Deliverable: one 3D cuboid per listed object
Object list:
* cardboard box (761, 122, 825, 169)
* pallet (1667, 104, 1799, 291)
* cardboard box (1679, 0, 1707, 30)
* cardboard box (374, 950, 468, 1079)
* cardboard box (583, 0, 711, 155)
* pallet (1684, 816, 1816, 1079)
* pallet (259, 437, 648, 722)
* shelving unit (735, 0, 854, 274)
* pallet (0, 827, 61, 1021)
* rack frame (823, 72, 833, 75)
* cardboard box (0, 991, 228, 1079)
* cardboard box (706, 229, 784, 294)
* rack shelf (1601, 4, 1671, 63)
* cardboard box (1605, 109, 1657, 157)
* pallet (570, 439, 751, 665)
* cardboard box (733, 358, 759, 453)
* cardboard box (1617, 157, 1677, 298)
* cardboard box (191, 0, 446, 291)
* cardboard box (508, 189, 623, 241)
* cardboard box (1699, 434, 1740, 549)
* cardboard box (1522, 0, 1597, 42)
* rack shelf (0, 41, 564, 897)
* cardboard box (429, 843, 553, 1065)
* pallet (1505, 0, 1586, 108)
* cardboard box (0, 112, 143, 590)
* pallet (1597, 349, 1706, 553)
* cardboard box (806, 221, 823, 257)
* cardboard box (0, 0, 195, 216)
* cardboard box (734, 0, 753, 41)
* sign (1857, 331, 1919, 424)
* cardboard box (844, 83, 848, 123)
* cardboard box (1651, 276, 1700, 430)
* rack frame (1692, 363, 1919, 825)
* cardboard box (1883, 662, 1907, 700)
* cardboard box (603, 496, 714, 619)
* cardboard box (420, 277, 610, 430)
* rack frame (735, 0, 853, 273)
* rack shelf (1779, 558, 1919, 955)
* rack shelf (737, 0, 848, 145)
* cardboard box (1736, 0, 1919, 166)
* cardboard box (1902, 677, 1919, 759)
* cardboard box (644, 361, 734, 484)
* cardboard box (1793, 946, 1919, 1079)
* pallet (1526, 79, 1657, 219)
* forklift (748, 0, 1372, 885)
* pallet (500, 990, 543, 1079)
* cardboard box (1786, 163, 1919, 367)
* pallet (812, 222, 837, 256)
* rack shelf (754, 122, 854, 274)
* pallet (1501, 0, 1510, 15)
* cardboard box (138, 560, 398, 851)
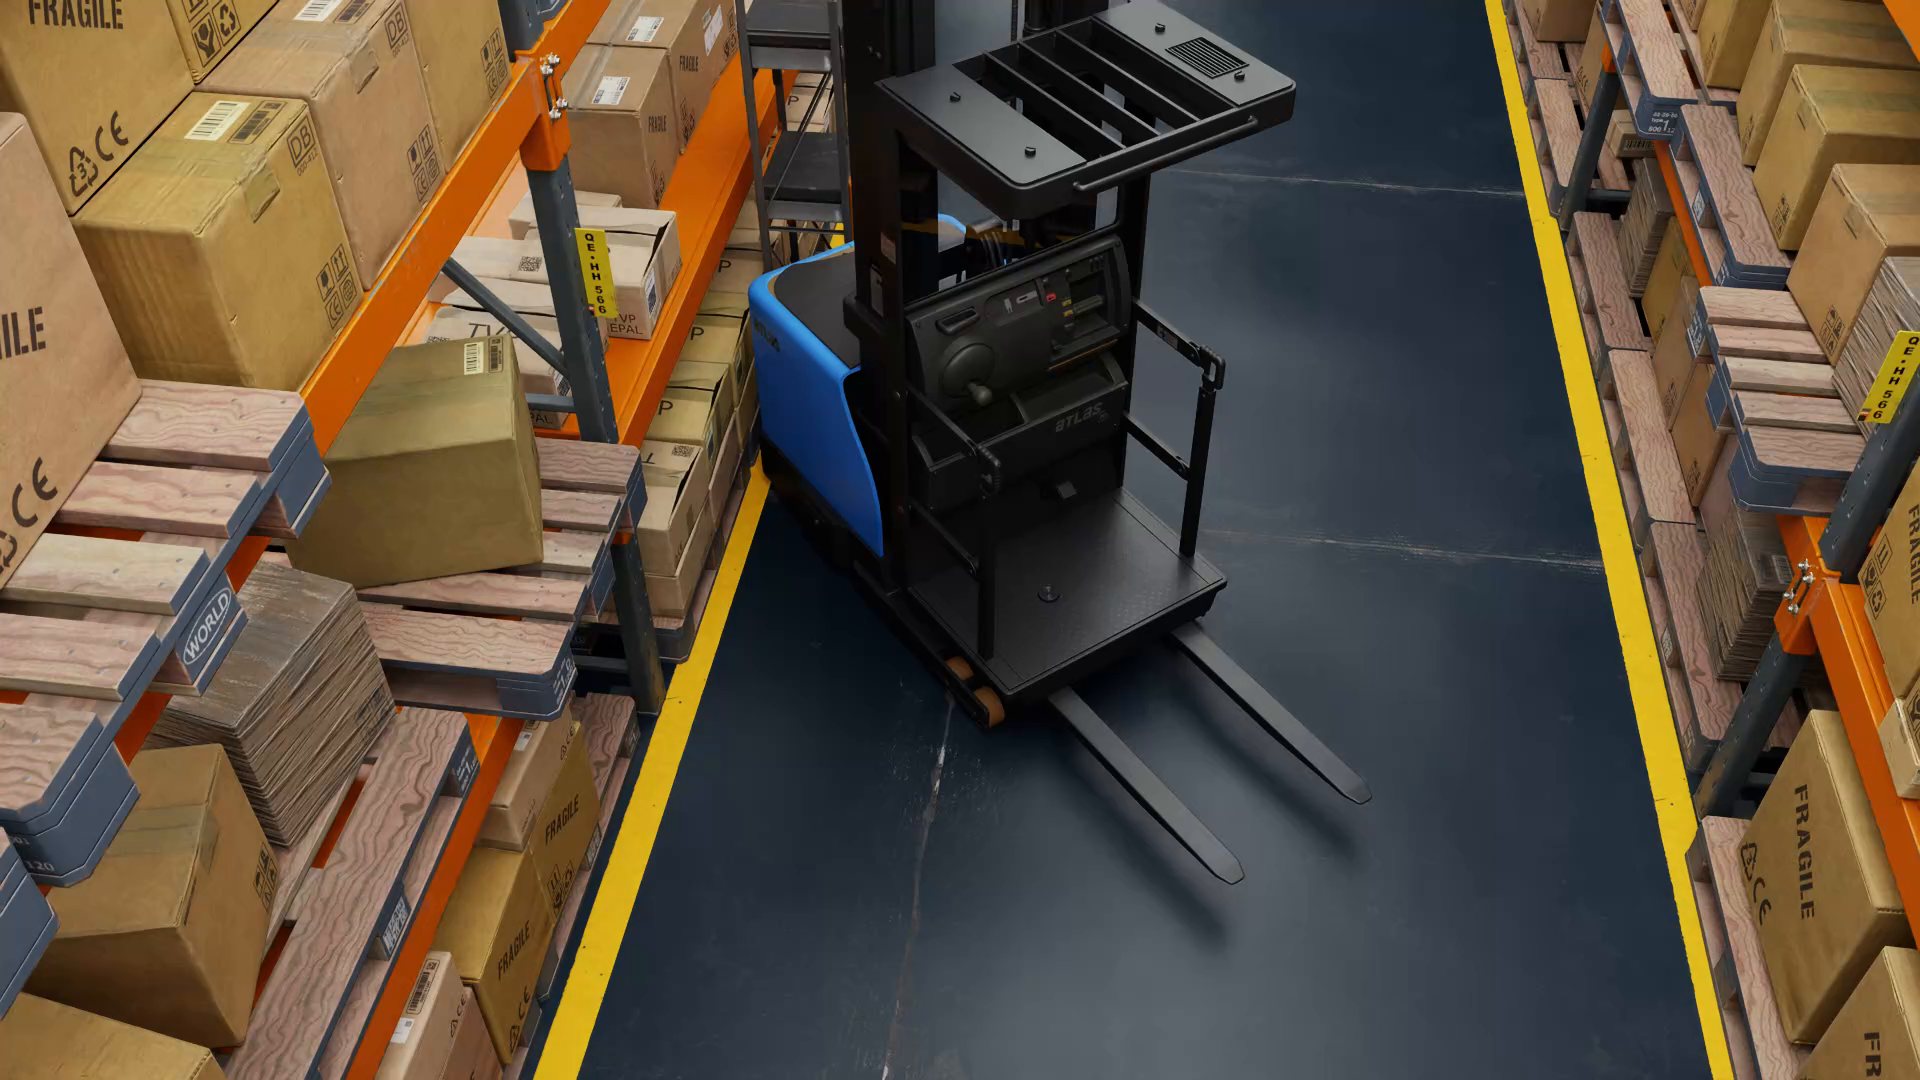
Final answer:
[{"bbox_3d":[-0.975,-1.906,8.390,0.500,0.311,0.500,6,44,7],"label":"cardboard box"},{"bbox_3d":[3.460,-1.315,6.619,1.003,0.211,1.213,5,44,6],"label":"pallet"},{"bbox_3d":[3.666,-2.610,7.455,0.700,0.500,0.500,5,44,6],"label":"cardboard box"},{"bbox_3d":[-1.698,1.391,4.574,0.500,0.250,0.500,4,44,5],"label":"cardboard box"},{"bbox_3d":[-1.397,-2.020,7.151,0.500,0.500,0.500,5,44,6],"label":"cardboard box"},{"bbox_3d":[3.059,1.511,5.523,1.003,0.211,1.213,5,44,6],"label":"pallet"},{"bbox_3d":[-1.692,0.058,5.169,1.213,0.211,1.003,5,44,6],"label":"pallet"},{"bbox_3d":[-0.630,-1.489,7.310,0.431,2.100,0.503,4,43,6],"label":"shelving unit"},{"bbox_3d":[-2.045,0.787,2.214,1.213,0.211,1.003,5,44,6],"label":"pallet"},{"bbox_3d":[-1.143,-3.206,8.476,1.000,3.000,0.127,5,44,6],"label":"rack frame"},{"bbox_3d":[-1.889,1.281,3.360,0.700,0.500,0.500,12,45,12],"label":"cardboard box"},{"bbox_3d":[-1.114,-1.224,7.670,0.500,0.311,0.500,5,44,5],"label":"cardboard box"},{"bbox_3d":[4.032,-3.860,9.690,1.077,0.370,4.000,5,44,6],"label":"rack shelf"},{"bbox_3d":[3.808,-2.256,9.214,0.380,0.166,0.250,0,43,0],"label":"cardboard box"},{"bbox_3d":[-1.525,-0.025,7.145,1.003,0.211,1.213,5,44,6],"label":"pallet"},{"bbox_3d":[-1.184,-0.662,7.484,0.500,0.250,0.500,4,44,4],"label":"cardboard box"},{"bbox_3d":[3.686,-1.507,8.180,0.700,0.500,0.500,7,44,7],"label":"cardboard box"},{"bbox_3d":[-1.764,-0.957,3.847,0.910,0.500,0.500,5,44,6],"label":"cardboard box"},{"bbox_3d":[-1.560,-1.263,6.607,0.380,0.149,0.250,8,44,9],"label":"cardboard box"},{"bbox_3d":[3.465,-0.120,6.715,0.700,0.500,0.500,5,44,5],"label":"cardboard box"},{"bbox_3d":[3.893,-3.389,10.168,0.700,0.500,0.500,3,44,3],"label":"cardboard box"},{"bbox_3d":[-1.937,0.055,3.374,1.077,0.370,4.000,5,44,6],"label":"rack shelf"},{"bbox_3d":[-1.632,1.279,5.237,0.500,0.500,0.500,4,44,4],"label":"cardboard box"},{"bbox_3d":[3.980,-3.040,10.330,1.003,0.211,1.213,5,44,6],"label":"pallet"},{"bbox_3d":[-1.888,-0.314,2.790,0.600,0.600,0.600,4,44,4],"label":"cardboard box"},{"bbox_3d":[3.507,-0.381,7.521,1.003,0.211,1.213,5,44,6],"label":"pallet"},{"bbox_3d":[-0.980,-1.706,8.587,0.500,0.250,0.500,5,44,5],"label":"cardboard box"},{"bbox_3d":[-1.871,-0.977,3.140,0.500,0.500,0.500,5,44,6],"label":"cardboard box"},{"bbox_3d":[-1.078,-2.541,7.872,0.396,0.266,0.258,4,44,4],"label":"cardboard box"},{"bbox_3d":[2.699,-0.467,4.799,0.100,0.325,0.005,5,44,6],"label":"sign"},{"bbox_3d":[-0.782,-2.648,9.582,0.500,0.250,0.500,5,44,6],"label":"cardboard box"},{"bbox_3d":[3.560,-0.806,7.440,0.700,0.500,0.500,6,44,6],"label":"cardboard box"},{"bbox_3d":[3.238,-0.032,5.124,1.000,3.000,0.127,5,44,6],"label":"rack frame"},{"bbox_3d":[2.923,0.426,4.809,0.380,0.149,0.250,6,44,6],"label":"cardboard box"},{"bbox_3d":[-1.312,0.036,6.747,0.500,0.250,0.500,5,44,5],"label":"cardboard box"},{"bbox_3d":[-1.581,-0.691,5.886,0.500,0.311,0.500,8,44,8],"label":"cardboard box"},{"bbox_3d":[-0.661,-1.323,7.133,0.400,2.100,0.015,4,43,6],"label":"rack frame"},{"bbox_3d":[2.974,1.592,3.932,1.077,0.370,4.000,5,44,6],"label":"rack shelf"},{"bbox_3d":[-0.638,-1.991,6.842,0.431,0.518,0.480,4,43,6],"label":"rack shelf"},{"bbox_3d":[3.529,-1.779,6.576,0.700,0.500,0.500,11,45,11],"label":"cardboard box"},{"bbox_3d":[2.842,0.480,4.280,0.500,0.500,0.500,7,44,7],"label":"cardboard box"},{"bbox_3d":[-1.251,-0.527,6.933,0.500,0.311,0.500,4,44,4],"label":"cardboard box"},{"bbox_3d":[2.889,1.682,4.573,0.750,0.750,0.750,5,44,5],"label":"cardboard box"},{"bbox_3d":[3.821,-2.207,9.449,1.003,0.211,1.213,5,44,6],"label":"pallet"},{"bbox_3d":[0.354,-0.709,5.889,1.130,2.935,3.031,-25,49,-24],"label":"forklift"},{"bbox_3d":[-1.972,1.867,5.147,1.003,0.211,1.213,5,44,6],"label":"pallet"},{"bbox_3d":[3.338,-0.933,5.683,0.700,0.500,0.500,1,43,2],"label":"cardboard box"},{"bbox_3d":[-1.202,-1.688,8.901,1.003,0.211,1.213,5,44,6],"label":"pallet"},{"bbox_3d":[-0.630,-1.479,7.319,0.431,0.518,0.480,4,43,6],"label":"rack shelf"},{"bbox_3d":[4.144,-3.869,11.205,1.003,0.211,1.213,5,44,6],"label":"pallet"},{"bbox_3d":[-1.954,0.377,4.314,0.700,0.500,0.500,13,45,13],"label":"cardboard box"}]
